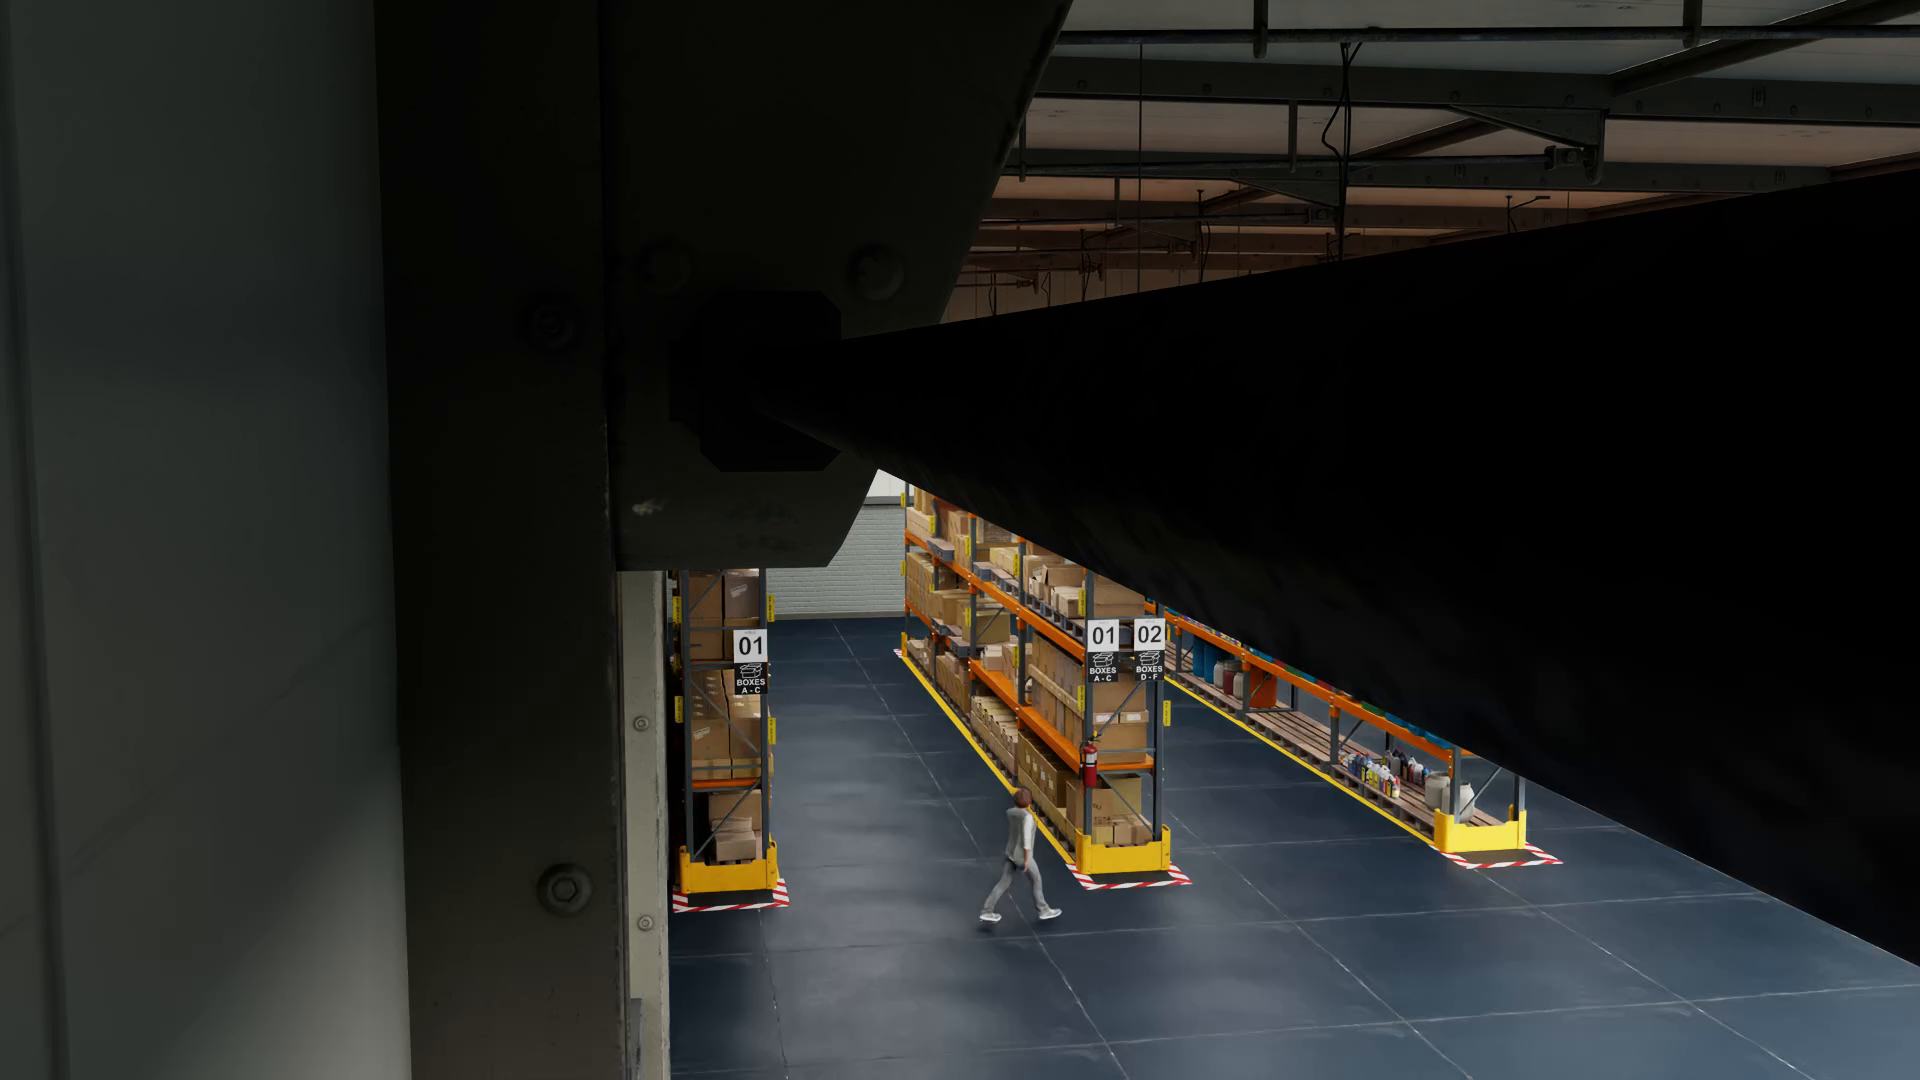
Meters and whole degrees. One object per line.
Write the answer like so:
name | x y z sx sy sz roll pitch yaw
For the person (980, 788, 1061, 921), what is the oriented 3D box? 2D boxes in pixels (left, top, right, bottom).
person | 0.689 3.589 18.928 0.991 1.538 0.432 -3 7 -27
